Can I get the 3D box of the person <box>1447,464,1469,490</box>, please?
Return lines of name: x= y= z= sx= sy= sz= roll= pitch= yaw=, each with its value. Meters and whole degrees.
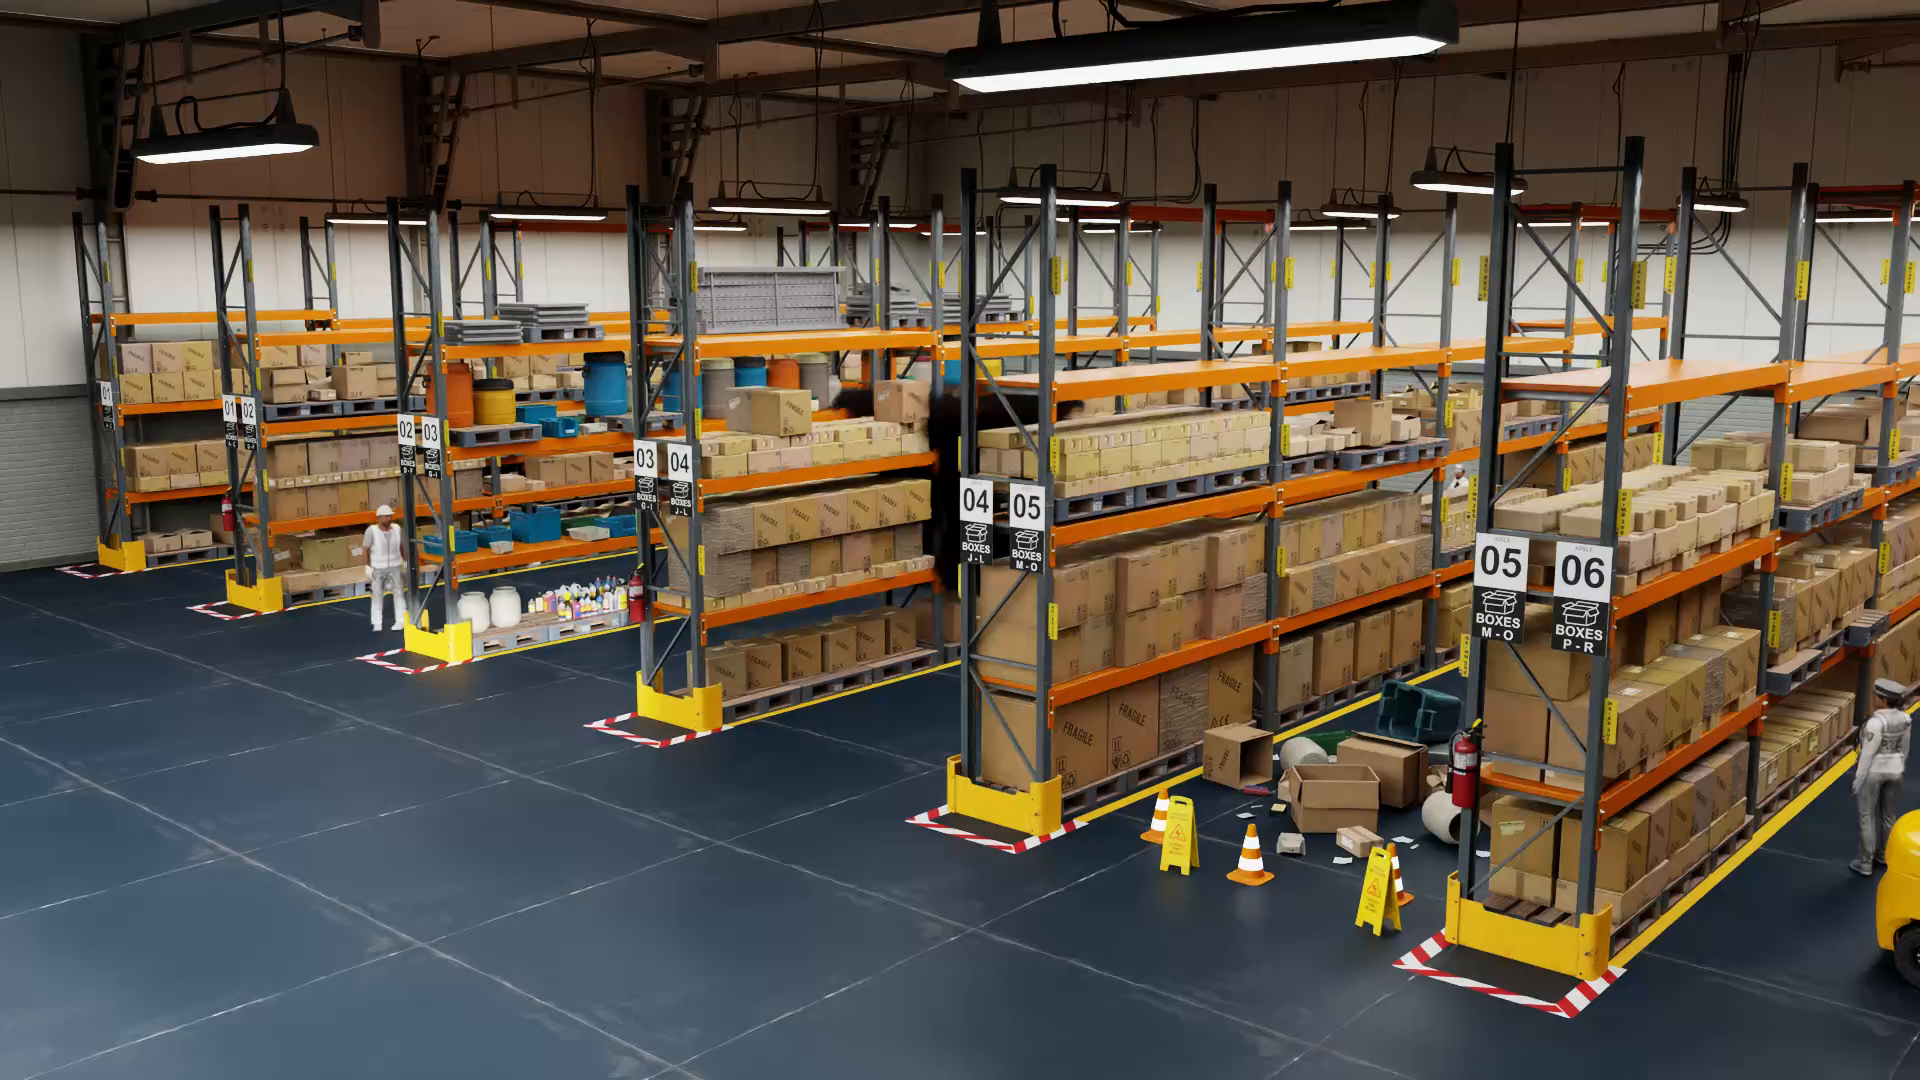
person: x=8.782 y=-0.506 z=29.288 sx=0.402 sy=1.673 sz=0.497 roll=0 pitch=9 yaw=1

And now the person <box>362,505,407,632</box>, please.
person: x=-8.108 y=0.391 z=23.541 sx=0.640 sy=1.797 sz=0.412 roll=-5 pitch=11 yaw=-27

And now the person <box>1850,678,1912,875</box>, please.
person: x=7.867 y=1.998 z=14.274 sx=0.492 sy=1.669 sz=0.537 roll=0 pitch=9 yaw=-3

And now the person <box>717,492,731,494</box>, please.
person: x=-3.379 y=0.079 z=23.701 sx=0.585 sy=1.823 sz=0.492 roll=-4 pitch=10 yaw=-24
